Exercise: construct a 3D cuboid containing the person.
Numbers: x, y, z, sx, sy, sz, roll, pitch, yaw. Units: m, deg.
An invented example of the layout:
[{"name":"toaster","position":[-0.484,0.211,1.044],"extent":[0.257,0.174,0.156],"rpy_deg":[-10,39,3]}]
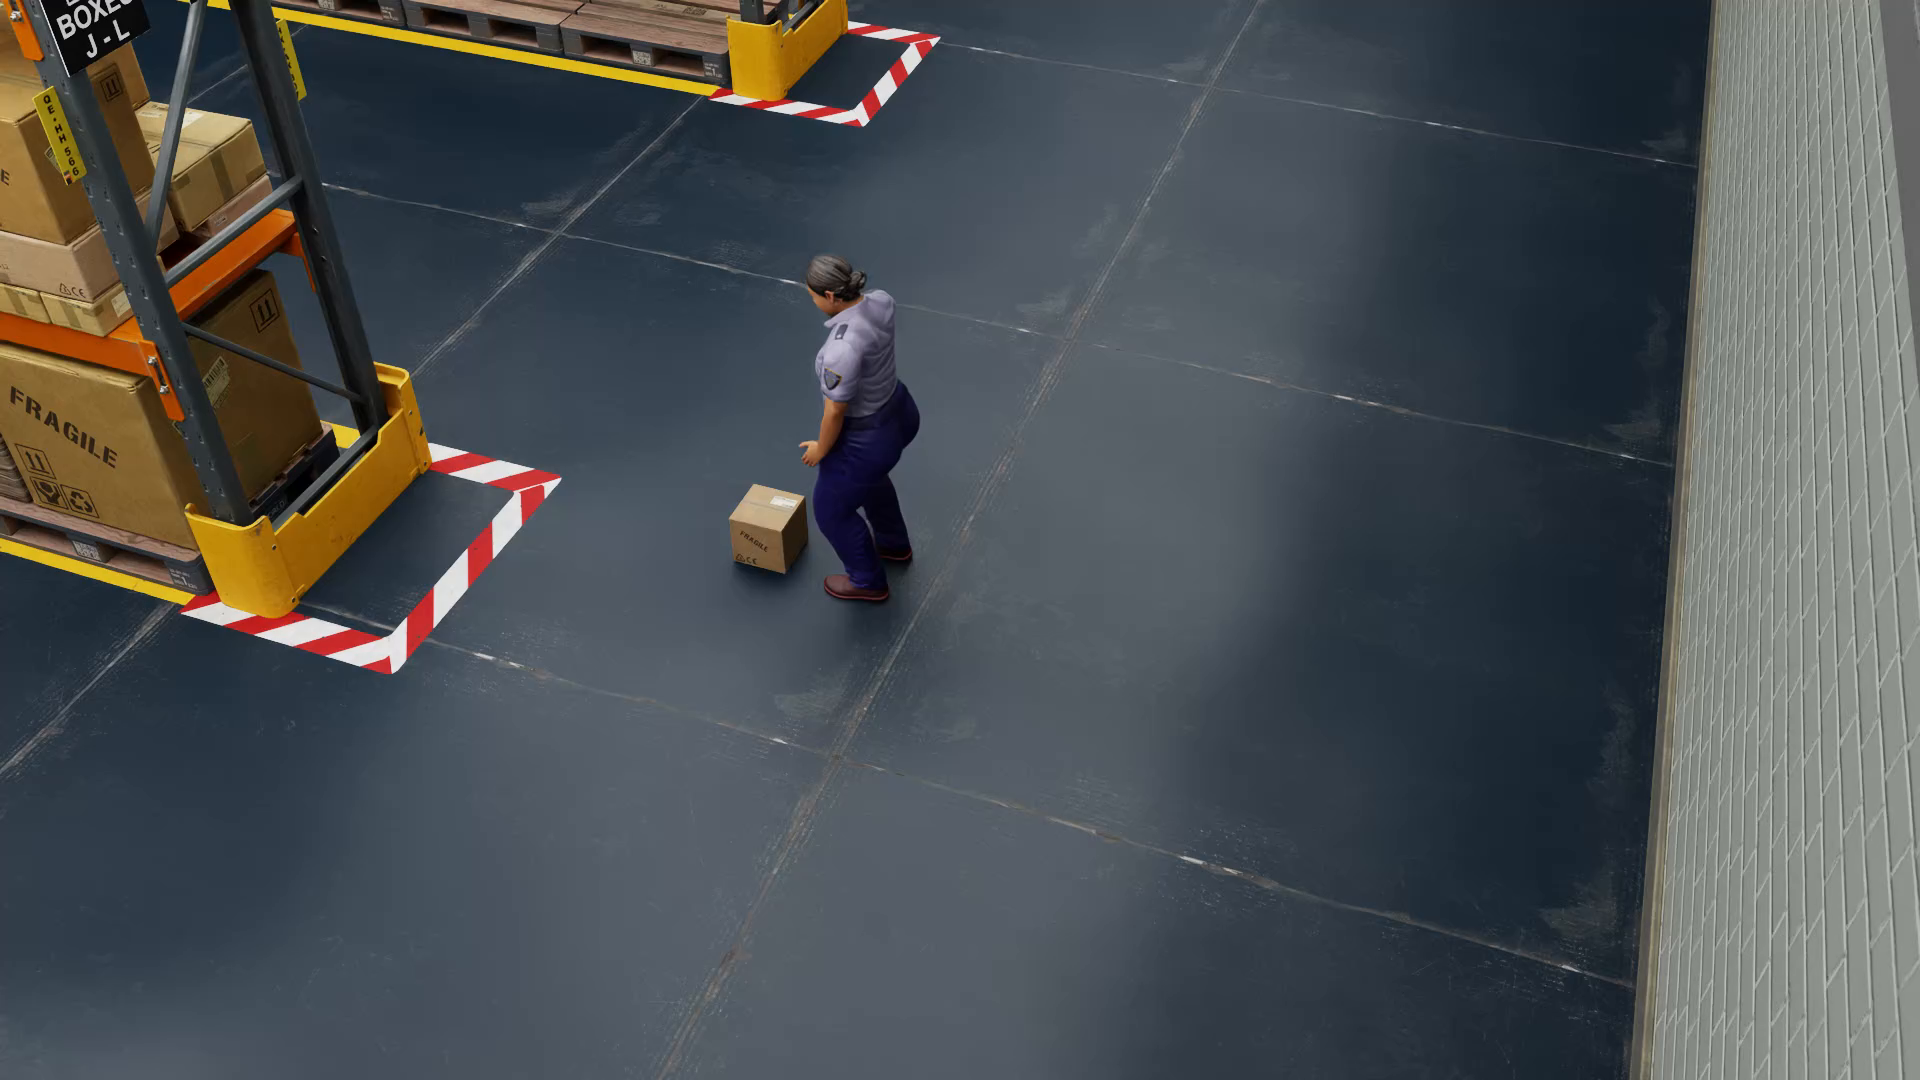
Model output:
[{"name":"person","position":[-0.398,-0.432,6.695],"extent":[0.397,1.607,0.496],"rpy_deg":[15,44,16]}]
